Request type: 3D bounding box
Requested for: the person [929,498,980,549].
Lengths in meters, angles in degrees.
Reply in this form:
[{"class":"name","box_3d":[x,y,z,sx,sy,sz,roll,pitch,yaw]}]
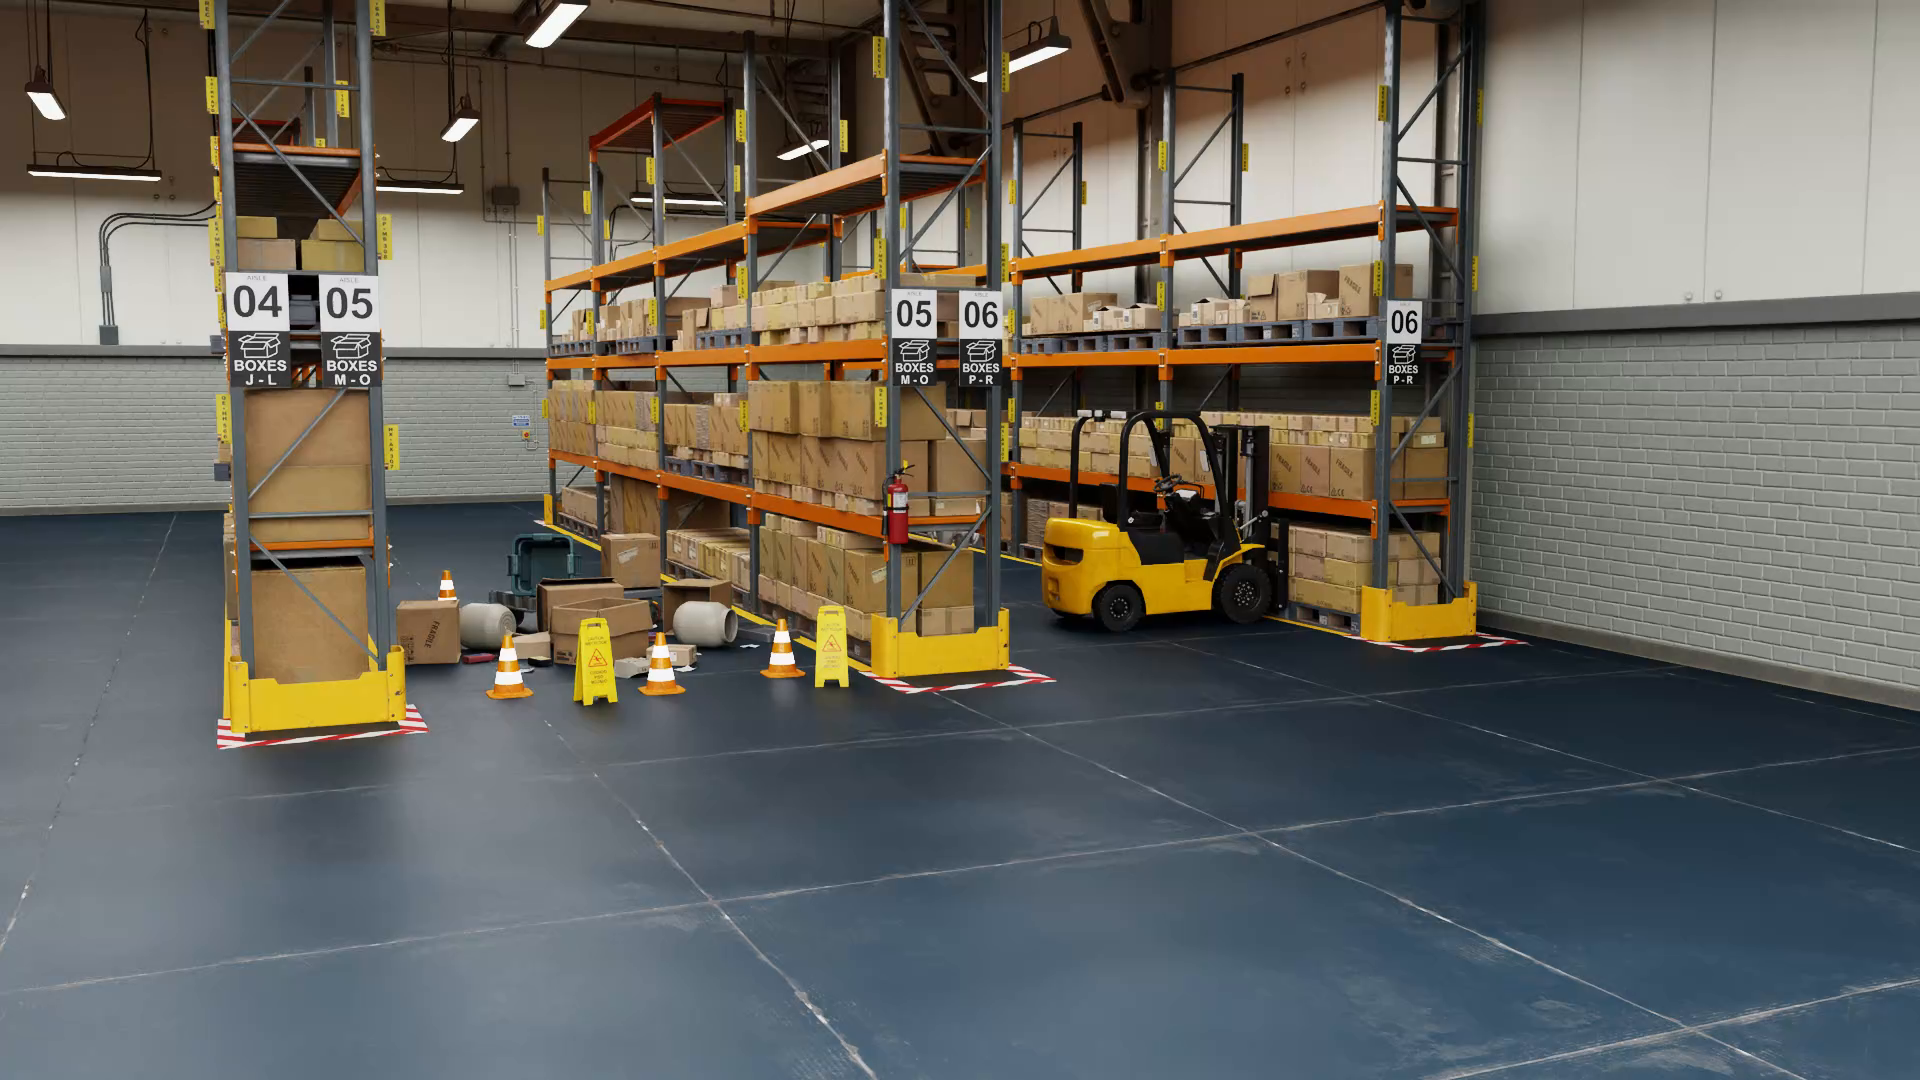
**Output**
[{"class":"person","box_3d":[-0.054,-0.106,17.841,0.588,1.697,0.533,0,6,-5]}]
